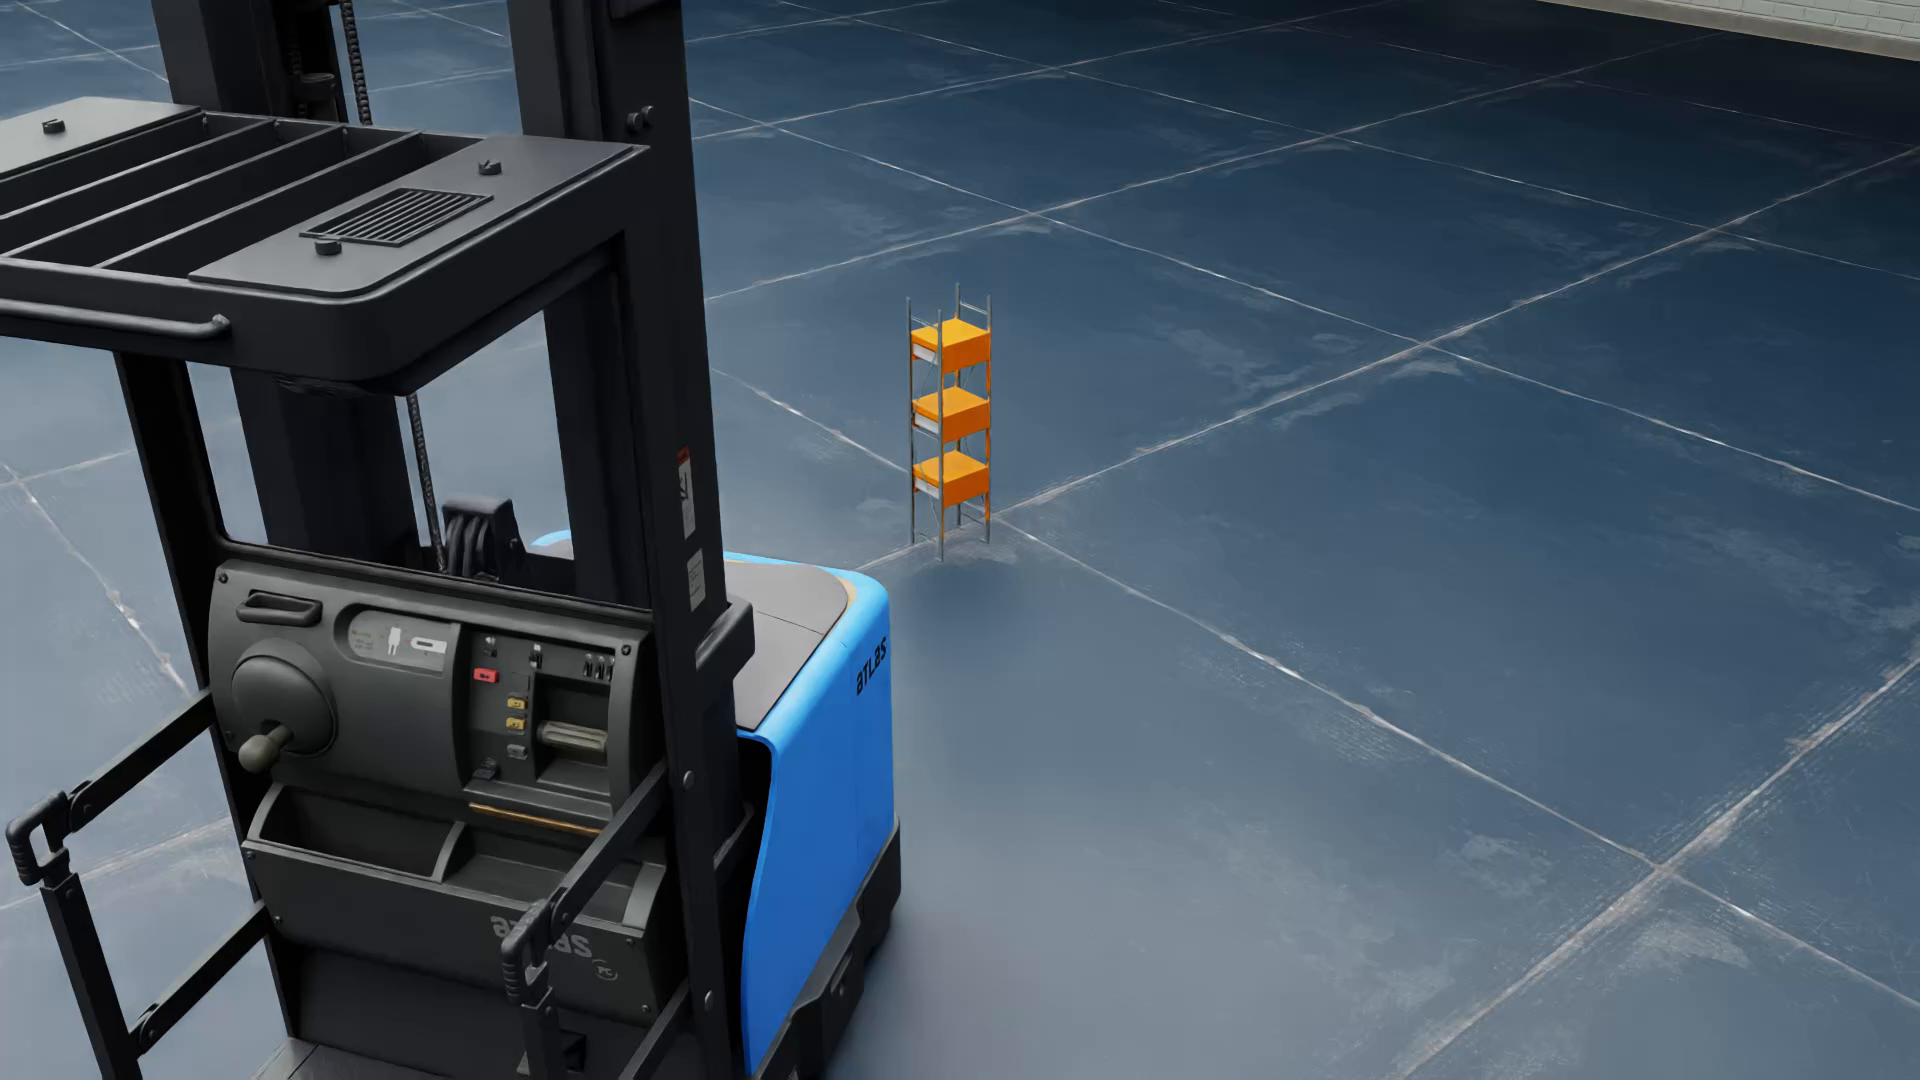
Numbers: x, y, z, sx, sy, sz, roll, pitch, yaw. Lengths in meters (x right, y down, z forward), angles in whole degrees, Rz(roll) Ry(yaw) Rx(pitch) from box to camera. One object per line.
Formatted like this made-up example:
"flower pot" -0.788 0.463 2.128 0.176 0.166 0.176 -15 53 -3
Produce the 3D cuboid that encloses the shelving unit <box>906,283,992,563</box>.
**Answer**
"shelving unit" -0.041 -0.447 6.472 0.252 1.050 0.215 -22 35 -35

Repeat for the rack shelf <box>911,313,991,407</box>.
"rack shelf" -0.041 -0.688 6.343 0.240 0.259 0.215 -22 35 -35

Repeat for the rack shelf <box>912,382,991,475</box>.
"rack shelf" -0.041 -0.437 6.477 0.240 0.259 0.215 -22 35 -35

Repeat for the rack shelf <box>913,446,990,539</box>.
"rack shelf" -0.041 -0.192 6.608 0.240 0.259 0.215 -22 35 -35

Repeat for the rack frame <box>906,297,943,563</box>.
"rack frame" -0.134 -0.409 6.402 0.008 1.050 0.200 -22 35 -35

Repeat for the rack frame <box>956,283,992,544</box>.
"rack frame" 0.052 -0.484 6.542 0.008 1.050 0.200 -22 35 -35

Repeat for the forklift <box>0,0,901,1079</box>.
"forklift" -1.100 0.338 3.008 1.130 2.935 3.031 9 29 15
